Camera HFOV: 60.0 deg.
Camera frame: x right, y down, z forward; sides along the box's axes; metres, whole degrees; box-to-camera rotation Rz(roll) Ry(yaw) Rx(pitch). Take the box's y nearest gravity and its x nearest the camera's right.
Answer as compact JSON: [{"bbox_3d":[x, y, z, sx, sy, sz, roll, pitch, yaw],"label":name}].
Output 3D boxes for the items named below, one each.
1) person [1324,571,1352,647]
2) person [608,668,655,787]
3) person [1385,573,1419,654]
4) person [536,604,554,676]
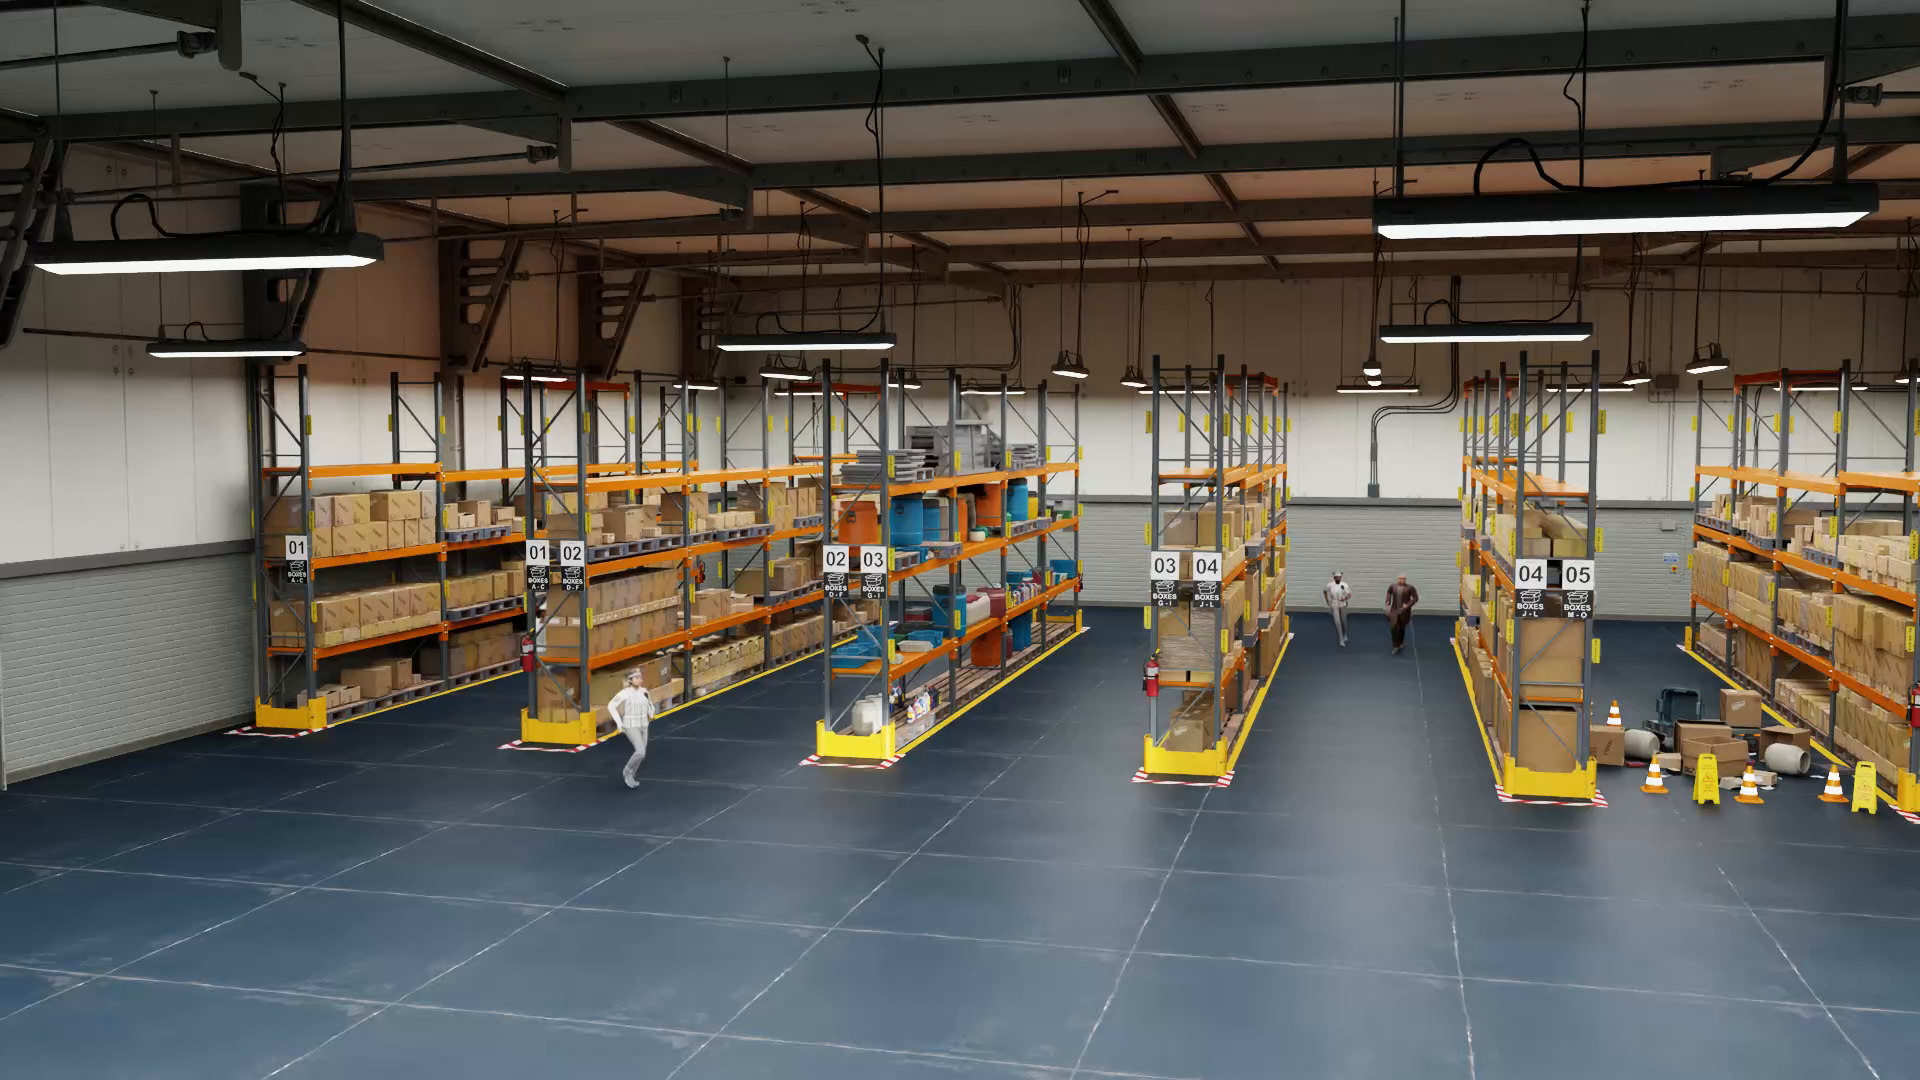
[{"bbox_3d":[8.624,1.542,37.984,0.624,1.704,0.853,1,4,11],"label":"person"},{"bbox_3d":[-4.438,2.580,22.864,0.624,1.660,0.593,3,5,41],"label":"person"},{"bbox_3d":[9.790,1.616,36.767,0.725,1.810,0.890,2,4,28],"label":"person"},{"bbox_3d":[-7.527,2.041,30.324,0.707,1.763,0.693,0,4,3],"label":"person"}]
